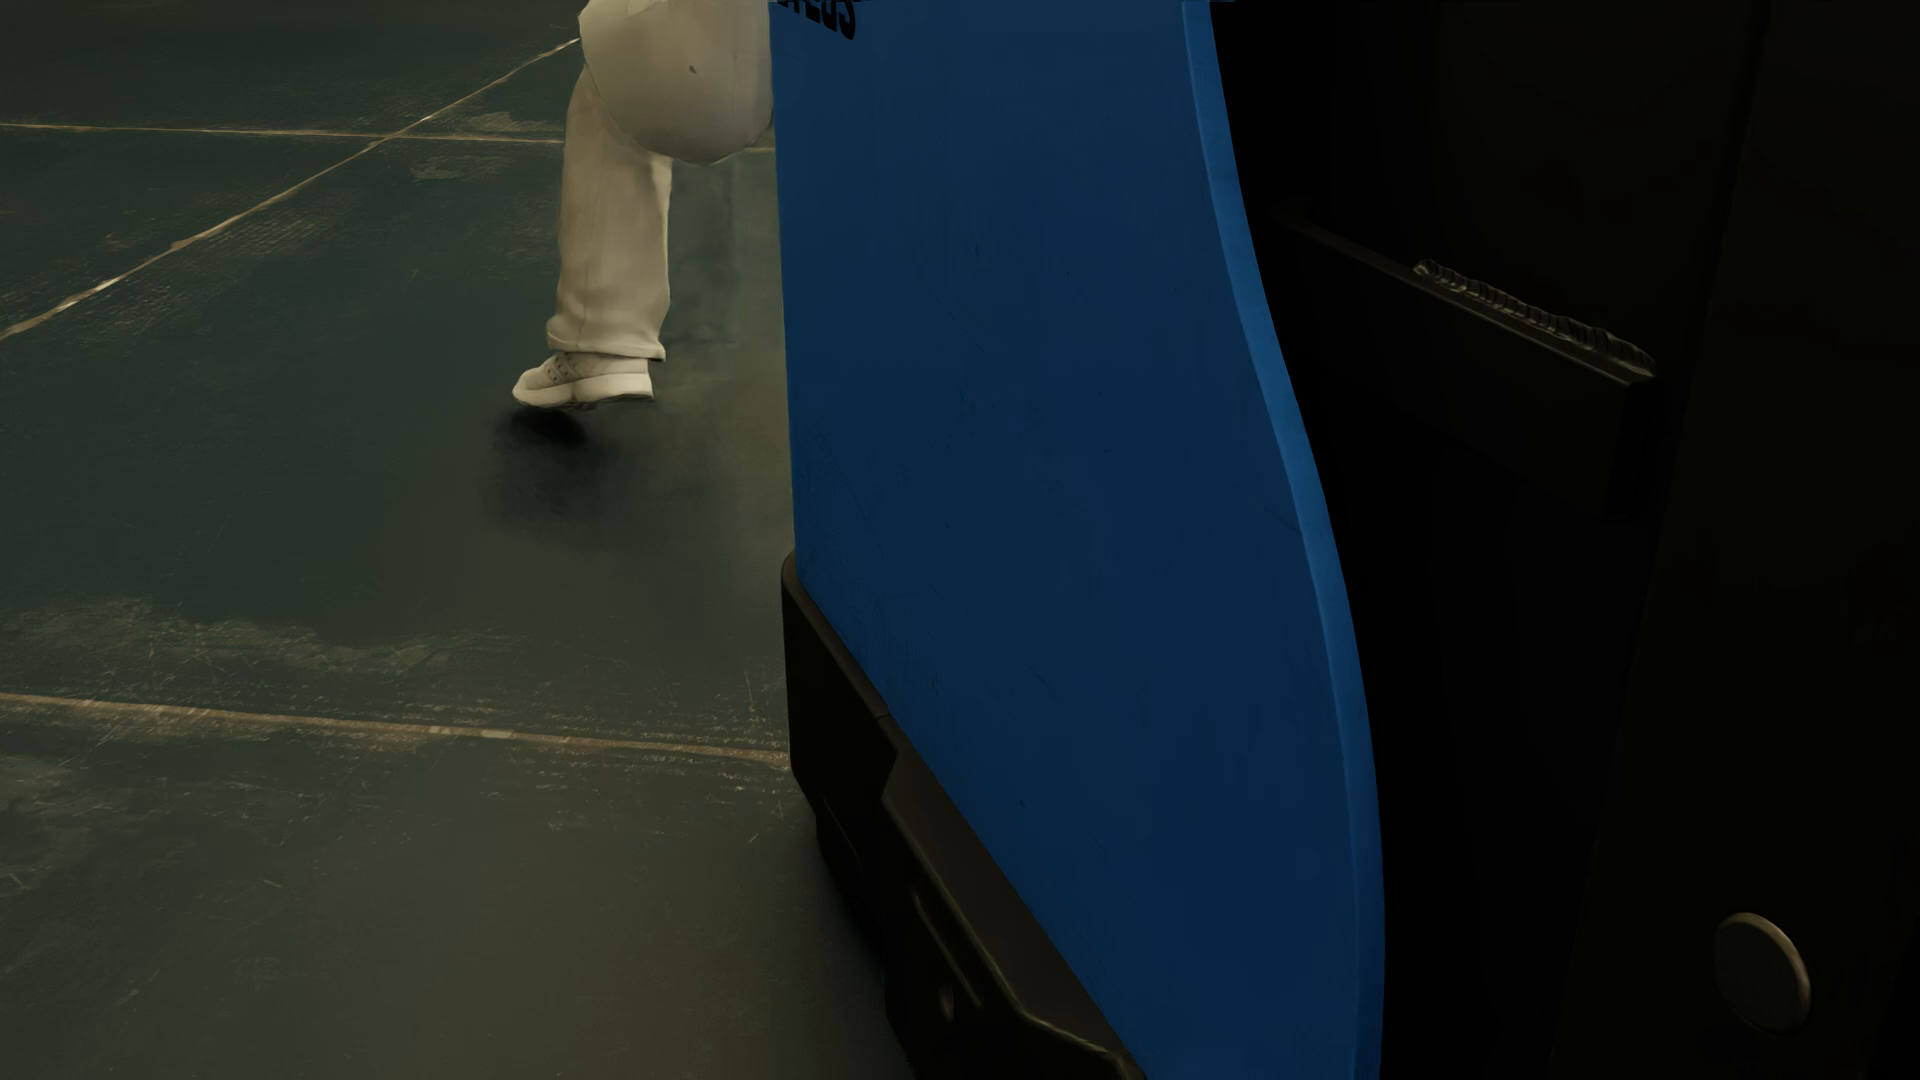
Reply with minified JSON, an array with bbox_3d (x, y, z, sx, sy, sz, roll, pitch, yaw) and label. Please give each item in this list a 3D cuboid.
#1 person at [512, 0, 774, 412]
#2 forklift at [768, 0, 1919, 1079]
[{"bbox_3d":[-0.203,-0.884,2.558,1.162,1.529,0.727,5,27,10],"label":"person"},{"bbox_3d":[0.847,-0.497,0.212,1.130,2.935,3.031,-11,28,-20],"label":"forklift"}]
